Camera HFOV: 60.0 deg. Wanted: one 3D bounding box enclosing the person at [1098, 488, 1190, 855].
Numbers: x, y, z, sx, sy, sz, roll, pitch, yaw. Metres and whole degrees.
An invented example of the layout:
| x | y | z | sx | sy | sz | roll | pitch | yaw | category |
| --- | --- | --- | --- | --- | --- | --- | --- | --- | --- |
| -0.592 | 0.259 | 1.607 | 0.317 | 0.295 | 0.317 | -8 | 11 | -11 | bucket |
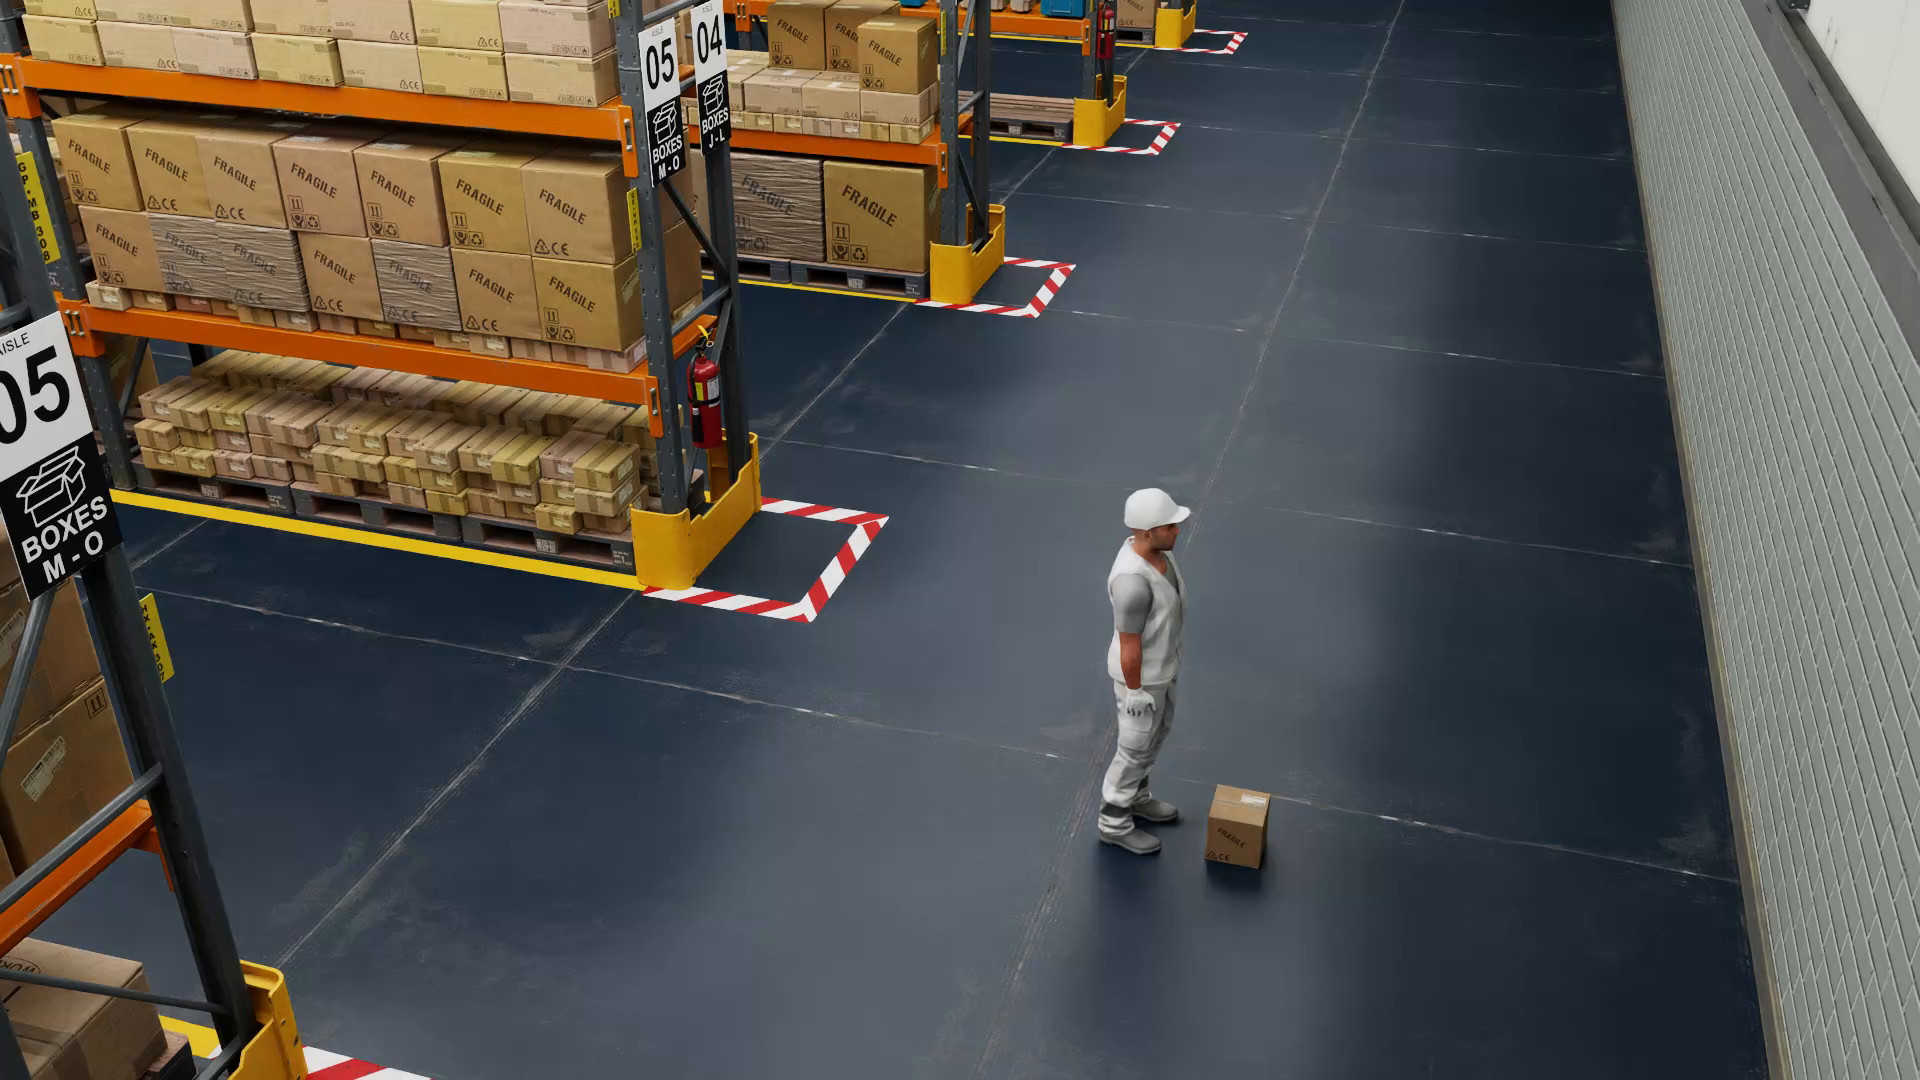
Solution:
| x | y | z | sx | sy | sz | roll | pitch | yaw | category |
| --- | --- | --- | --- | --- | --- | --- | --- | --- | --- |
| 0.838 | 0.577 | 7.444 | 0.352 | 1.786 | 0.524 | 9 | 30 | 16 | person |
